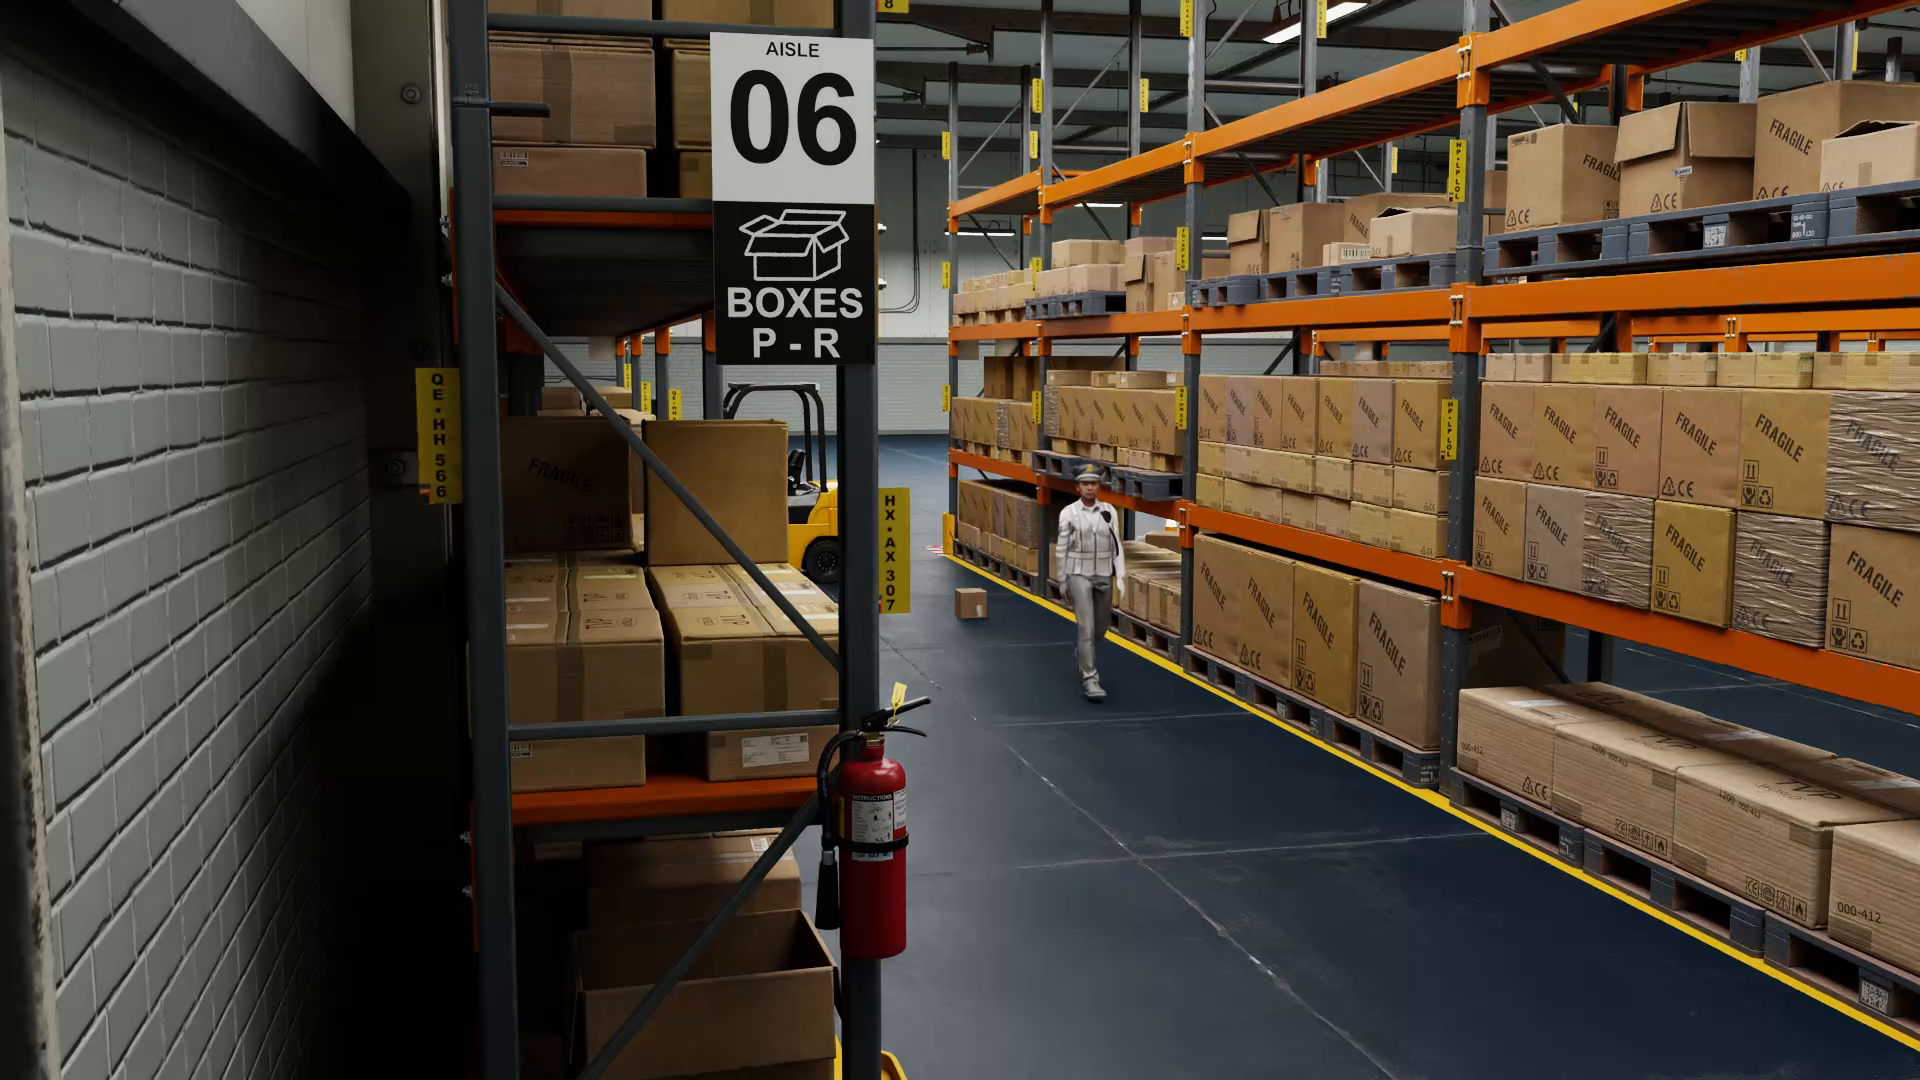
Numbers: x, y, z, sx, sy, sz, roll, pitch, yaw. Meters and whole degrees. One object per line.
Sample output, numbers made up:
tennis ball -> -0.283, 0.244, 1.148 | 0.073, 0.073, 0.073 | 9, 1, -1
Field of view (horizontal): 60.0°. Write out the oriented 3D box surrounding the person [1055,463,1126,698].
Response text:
person -> 0.944, 0.260, 12.087 | 0.477, 1.645, 0.953 | -2, 6, -14
